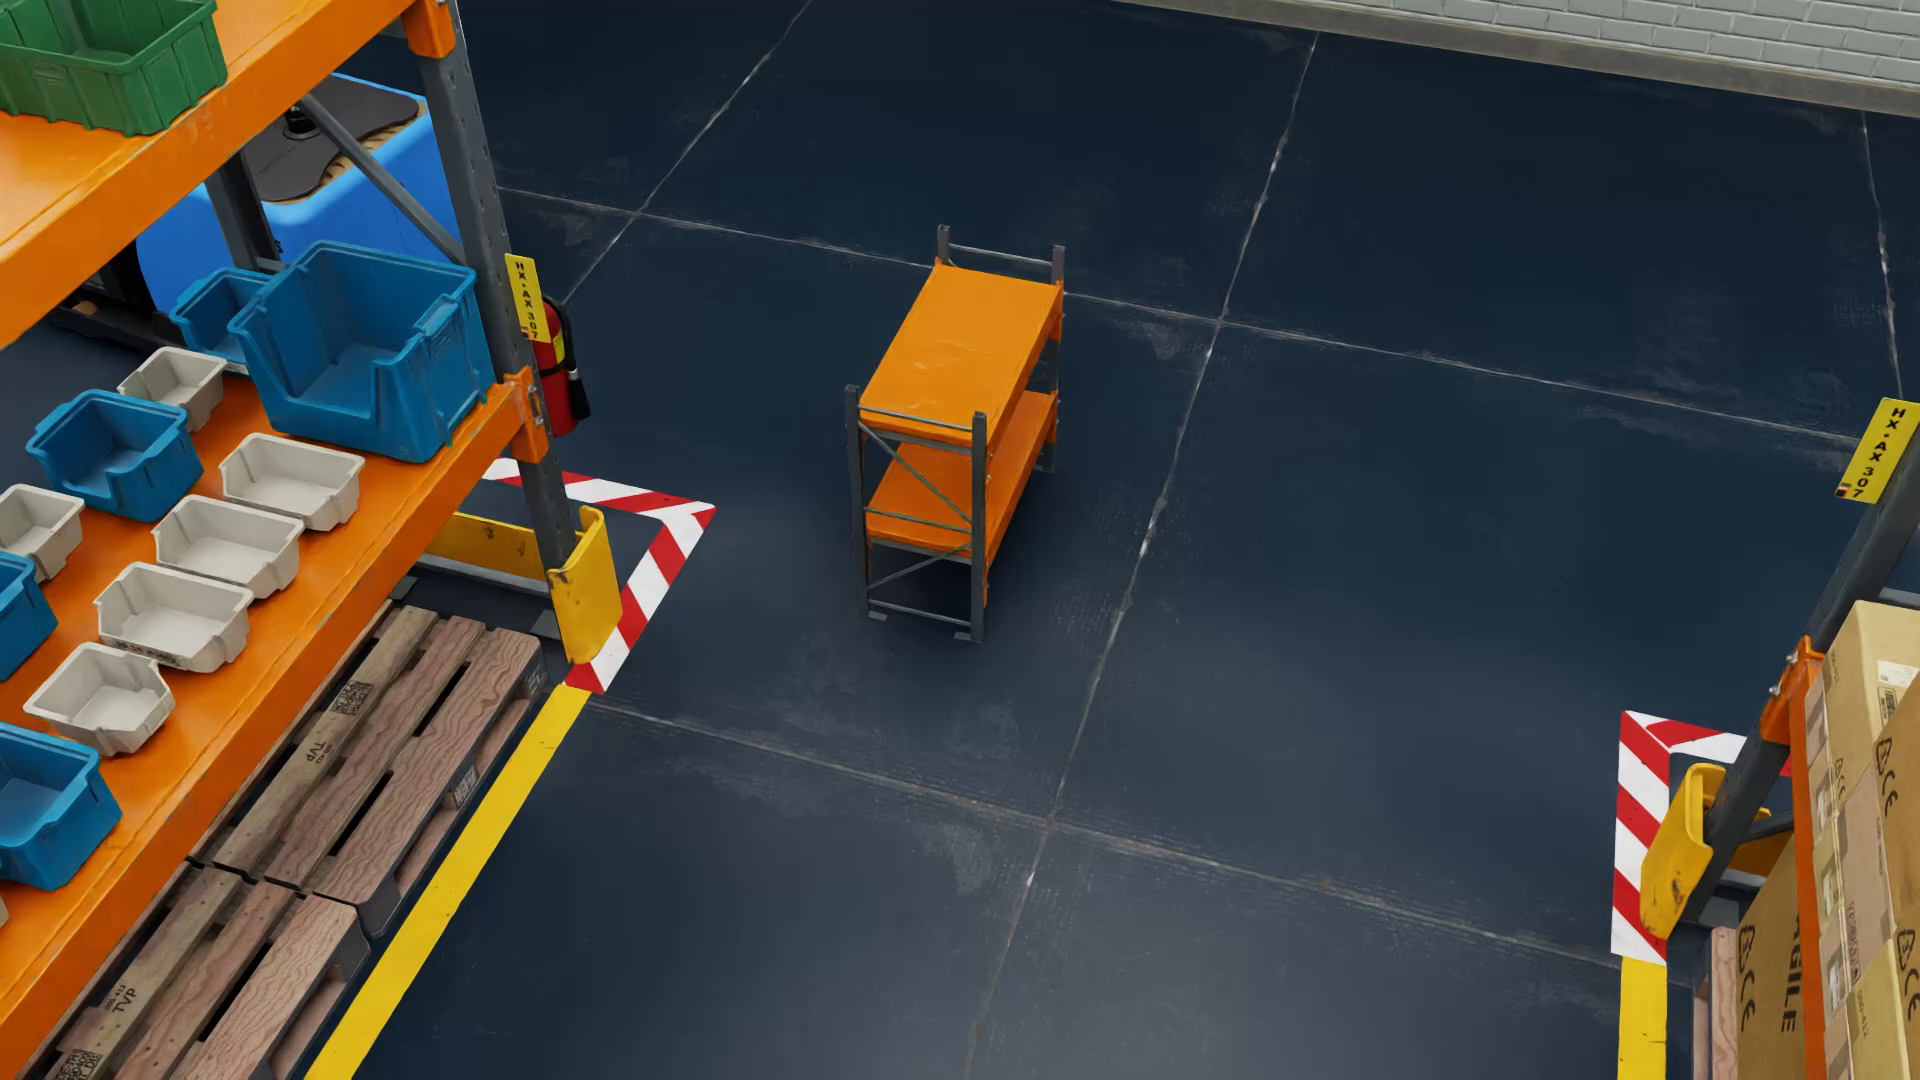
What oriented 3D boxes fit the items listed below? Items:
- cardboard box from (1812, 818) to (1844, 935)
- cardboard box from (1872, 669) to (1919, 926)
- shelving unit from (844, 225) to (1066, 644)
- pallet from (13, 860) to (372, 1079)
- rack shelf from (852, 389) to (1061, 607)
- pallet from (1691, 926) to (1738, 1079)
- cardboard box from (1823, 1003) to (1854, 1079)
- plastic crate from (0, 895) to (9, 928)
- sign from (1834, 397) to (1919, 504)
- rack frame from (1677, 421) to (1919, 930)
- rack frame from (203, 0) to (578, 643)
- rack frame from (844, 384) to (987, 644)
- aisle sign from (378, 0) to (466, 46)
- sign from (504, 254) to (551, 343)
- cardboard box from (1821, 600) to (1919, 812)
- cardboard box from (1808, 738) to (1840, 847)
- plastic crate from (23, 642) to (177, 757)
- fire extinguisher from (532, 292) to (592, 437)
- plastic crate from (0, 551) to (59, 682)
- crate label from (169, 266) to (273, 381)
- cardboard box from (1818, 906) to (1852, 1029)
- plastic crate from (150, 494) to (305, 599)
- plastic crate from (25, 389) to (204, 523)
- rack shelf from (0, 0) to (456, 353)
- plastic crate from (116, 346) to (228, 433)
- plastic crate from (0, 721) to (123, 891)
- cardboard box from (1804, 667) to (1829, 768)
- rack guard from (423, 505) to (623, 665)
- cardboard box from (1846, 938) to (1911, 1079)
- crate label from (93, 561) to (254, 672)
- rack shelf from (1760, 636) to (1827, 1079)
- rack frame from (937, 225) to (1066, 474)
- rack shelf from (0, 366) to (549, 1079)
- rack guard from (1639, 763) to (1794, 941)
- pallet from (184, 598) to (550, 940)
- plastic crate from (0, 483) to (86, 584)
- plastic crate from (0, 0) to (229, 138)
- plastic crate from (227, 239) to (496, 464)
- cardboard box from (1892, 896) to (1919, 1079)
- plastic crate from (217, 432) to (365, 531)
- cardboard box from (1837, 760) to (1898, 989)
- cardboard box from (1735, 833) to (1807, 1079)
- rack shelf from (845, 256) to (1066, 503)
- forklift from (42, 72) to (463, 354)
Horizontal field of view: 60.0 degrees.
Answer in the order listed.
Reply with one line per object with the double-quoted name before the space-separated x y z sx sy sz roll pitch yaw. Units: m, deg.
"cardboard box" 2.248 0.838 3.929 0.380 0.149 0.250 12 46 12
"cardboard box" 2.270 0.515 3.438 0.500 0.500 0.500 12 46 12
"shelving unit" 0.002 -0.407 6.361 0.538 1.125 1.048 13 46 13
"pallet" -2.555 1.539 5.026 1.003 0.211 1.213 13 46 13
"rack shelf" 0.002 -0.232 6.532 0.538 0.278 1.000 13 46 13
"pallet" 2.656 1.786 4.774 1.003 0.211 1.213 13 46 13
"cardboard box" 2.092 1.181 3.578 0.380 0.149 0.250 12 46 12
"plastic crate" -2.470 0.899 3.729 0.437 0.282 0.530 13 46 13
"sign" 2.297 -0.220 4.154 0.100 0.325 0.005 13 46 13
"rack frame" 2.824 0.239 4.361 1.000 3.000 0.127 13 46 13
"rack frame" -1.897 -0.810 5.433 1.000 3.000 0.127 13 46 13
"rack frame" -0.152 -0.068 6.015 0.500 1.125 0.032 13 46 13
"aisle sign" -1.596 -1.725 4.509 0.394 0.787 0.004 13 46 13
"sign" -1.368 -0.762 5.268 0.100 0.325 0.005 13 46 13
"cardboard box" 2.421 0.449 4.041 0.500 0.250 0.500 11 46 11
"cardboard box" 2.325 0.667 4.103 0.380 0.149 0.250 12 46 12
"plastic crate" -2.206 0.427 4.314 0.298 0.136 0.250 13 46 13
"fire extinguisher" -1.418 -0.653 5.595 0.296 0.674 0.183 13 46 13
"plastic crate" -2.684 0.201 4.477 0.416 0.233 0.300 13 46 13
"crate label" -2.285 -0.677 5.373 0.416 0.233 0.303 13 46 13
"cardboard box" 2.170 1.012 3.751 0.380 0.149 0.250 12 46 12
"plastic crate" -2.073 0.035 4.715 0.396 0.136 0.243 13 46 13
"plastic crate" -2.485 -0.238 4.925 0.416 0.233 0.300 13 46 13
"rack shelf" -2.502 -0.292 3.273 1.077 0.370 4.000 13 46 13
"plastic crate" -2.461 -0.446 5.207 0.250 0.136 0.298 13 46 13
"plastic crate" -2.274 0.652 4.016 0.416 0.233 0.300 13 46 13
"cardboard box" 2.402 0.496 4.278 0.380 0.149 0.250 13 46 13
"rack guard" -1.902 0.065 6.326 1.175 0.500 0.348 13 46 13
"cardboard box" 2.114 1.131 3.344 0.500 0.250 0.500 11 45 11
"crate label" -2.134 0.226 4.520 0.396 0.136 0.243 13 46 13
"rack shelf" 2.218 1.830 3.250 1.077 0.370 4.000 13 46 13
"rack frame" 0.156 -0.745 6.707 0.500 1.125 0.032 13 46 13
"rack shelf" -2.502 0.780 4.322 1.077 0.370 4.000 13 46 13
"rack guard" 2.831 1.117 5.251 1.175 0.500 0.348 13 46 13
"pallet" -2.183 0.728 5.855 1.003 0.211 1.213 13 46 13
"plastic crate" -2.667 0.006 4.744 0.250 0.136 0.298 13 46 13
"plastic crate" -1.923 -1.088 3.724 0.450 0.188 0.336 13 46 13
"plastic crate" -1.820 -0.581 5.131 0.616 0.435 0.499 13 46 13
"cardboard box" 2.118 0.861 3.084 0.500 0.500 0.500 11 46 11
"plastic crate" -1.971 -0.155 4.909 0.396 0.136 0.243 13 46 13
"cardboard box" 2.270 0.797 3.685 0.500 0.250 0.500 12 46 12
"cardboard box" 2.706 1.292 4.504 0.875 0.875 0.875 13 46 13
"rack shelf" 0.002 -0.616 6.156 0.538 0.278 1.000 13 46 13
"forklift" -3.733 -2.300 7.004 3.031 2.935 1.130 19 47 18
